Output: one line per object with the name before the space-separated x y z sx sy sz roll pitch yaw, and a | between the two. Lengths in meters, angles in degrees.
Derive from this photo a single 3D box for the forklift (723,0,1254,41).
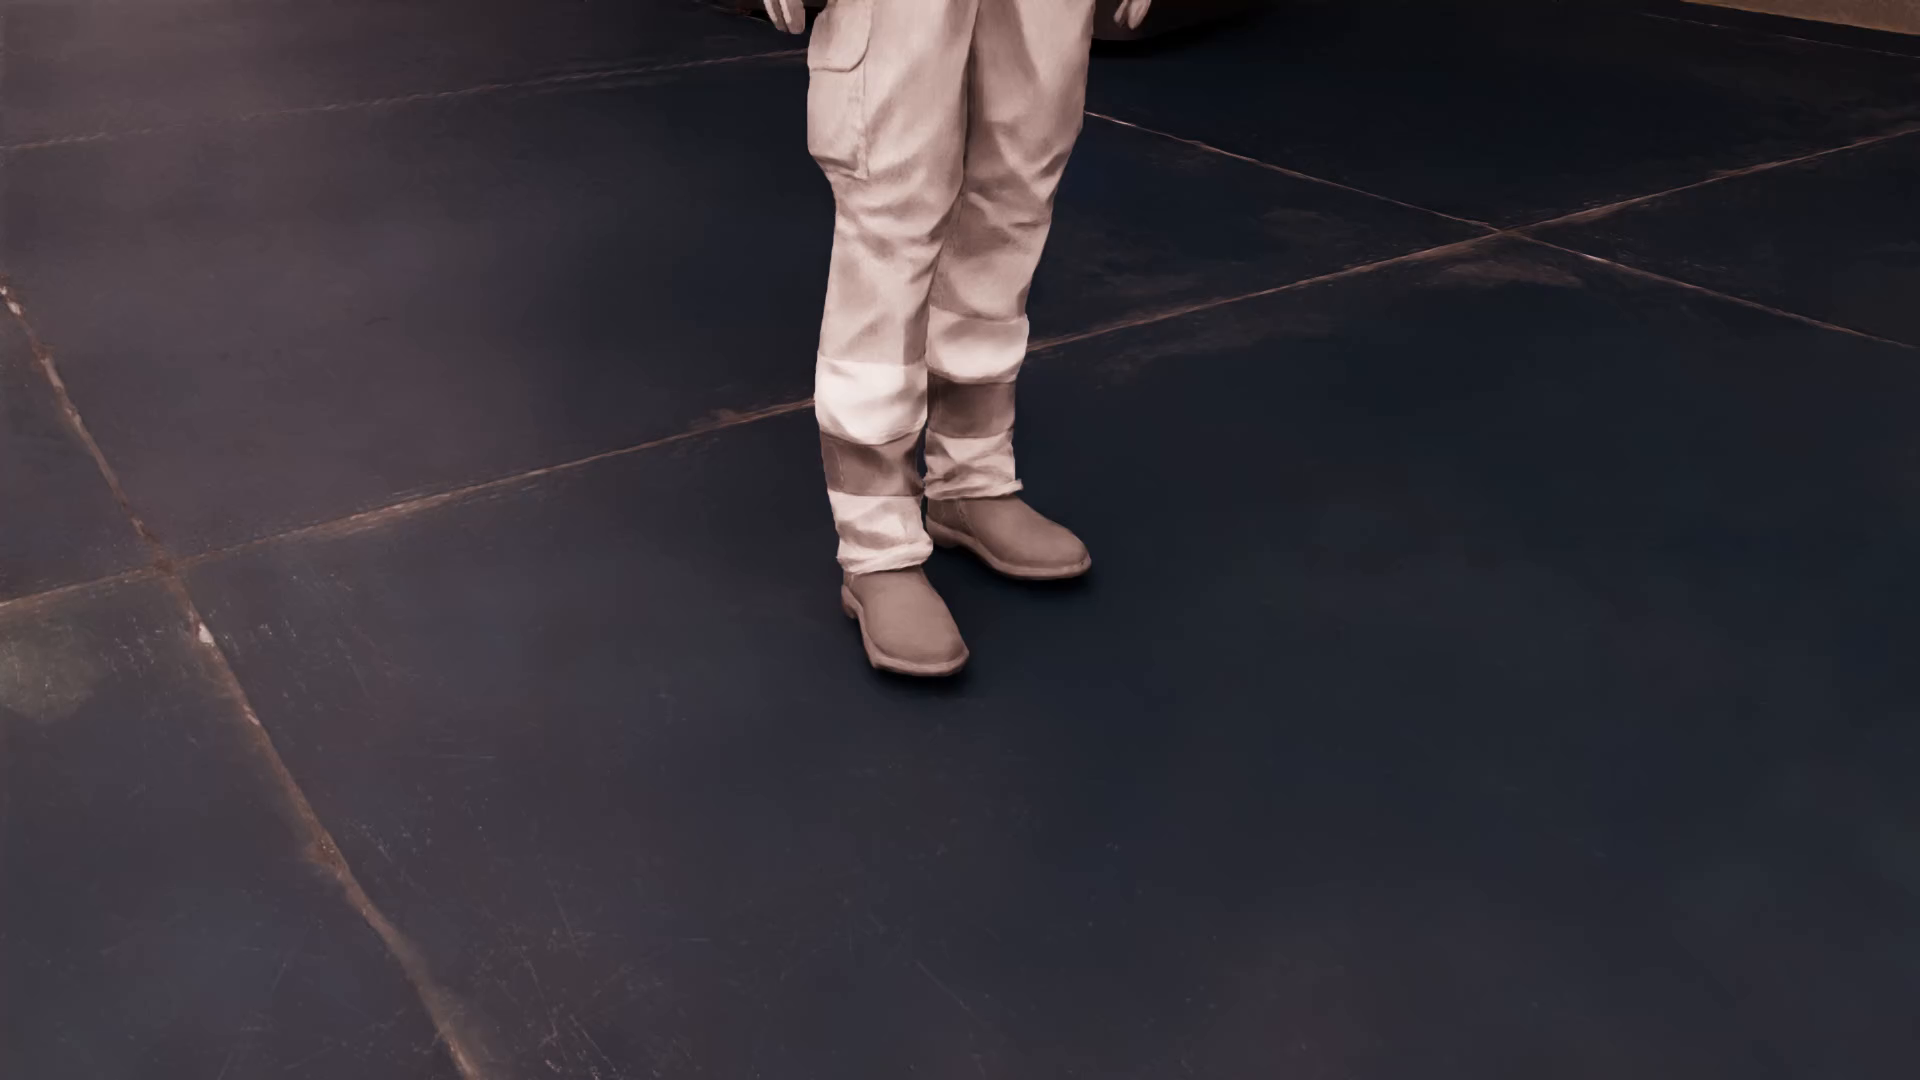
forklift | -0.348 -3.556 6.320 3.031 2.935 1.130 17 32 31

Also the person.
person | 0.037 -0.773 2.031 0.637 1.787 0.563 -17 31 -31
